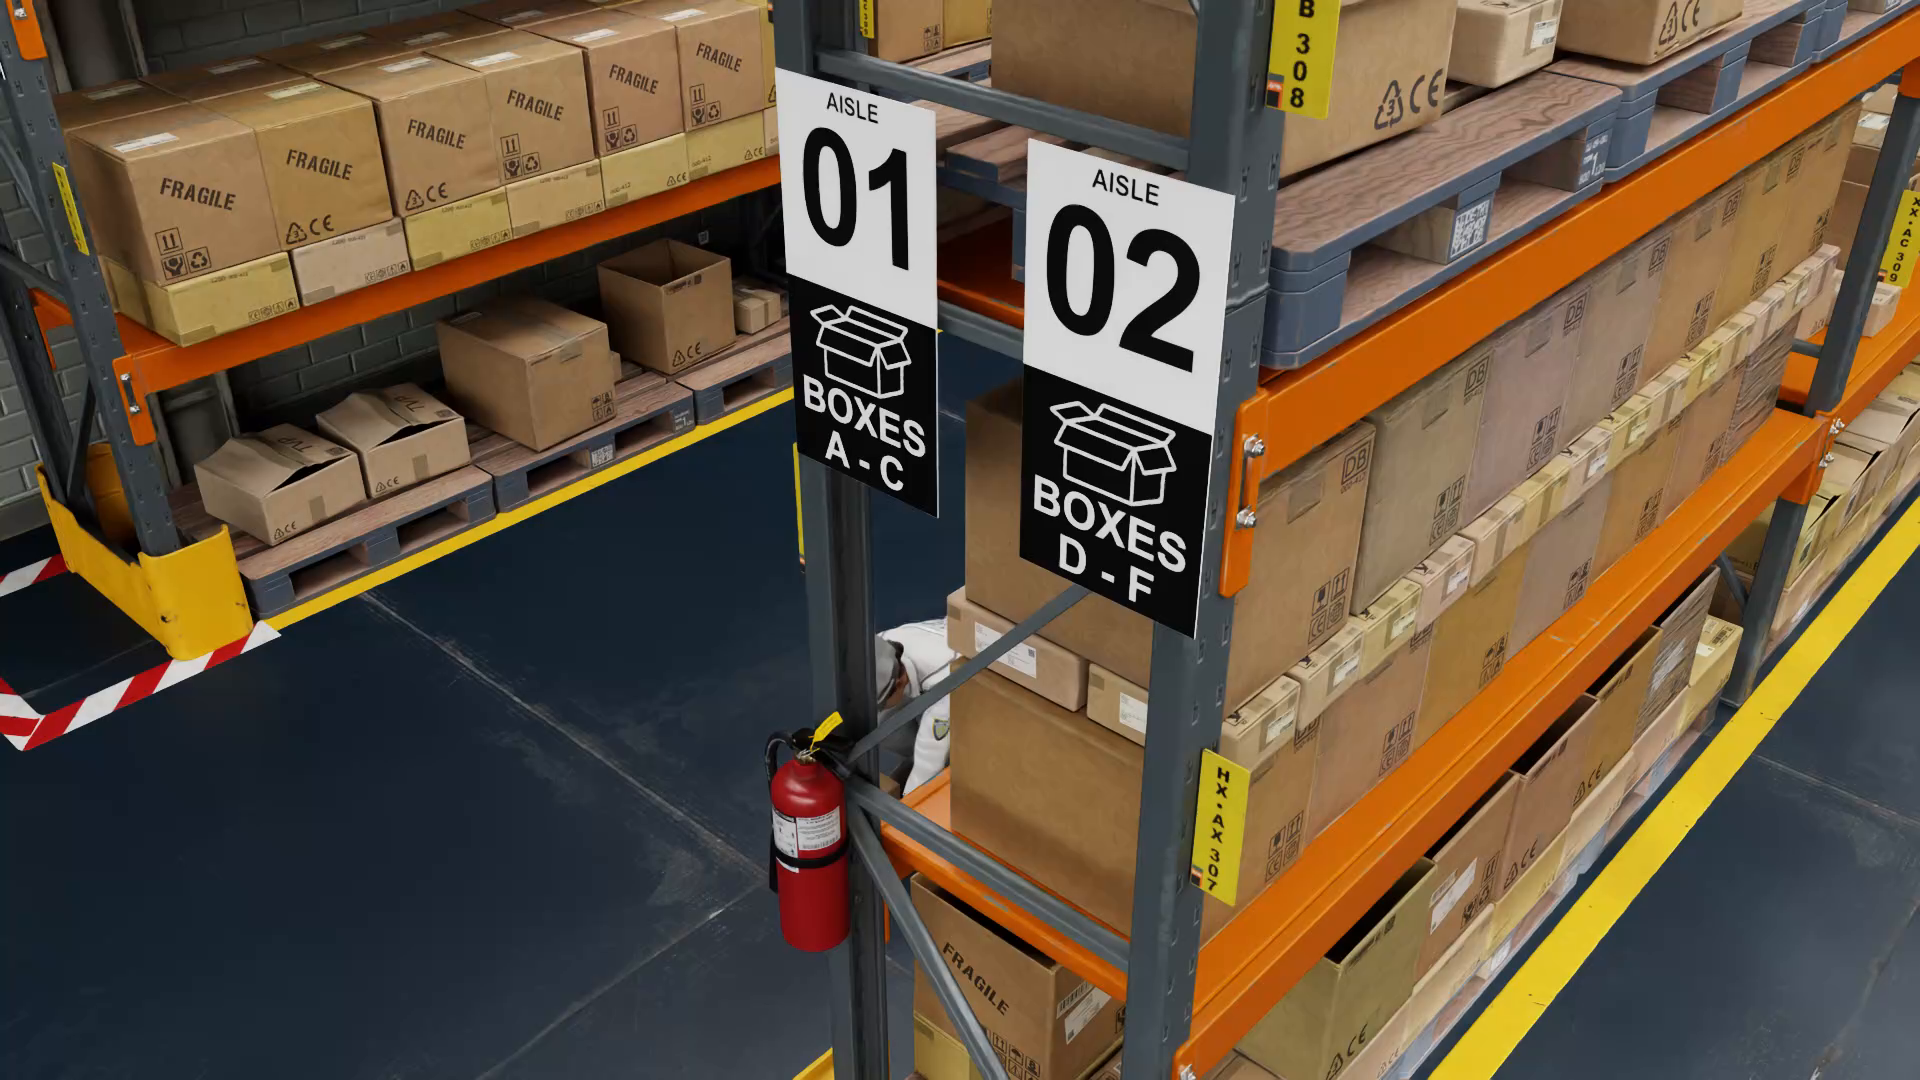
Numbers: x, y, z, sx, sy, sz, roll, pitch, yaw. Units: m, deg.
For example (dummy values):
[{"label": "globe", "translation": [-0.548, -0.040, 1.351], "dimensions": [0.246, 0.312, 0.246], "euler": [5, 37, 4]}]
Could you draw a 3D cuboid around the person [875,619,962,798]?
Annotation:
[{"label": "person", "translation": [-0.131, 0.595, 5.916], "dimensions": [0.471, 0.886, 0.856], "euler": [25, 39, 35]}]
